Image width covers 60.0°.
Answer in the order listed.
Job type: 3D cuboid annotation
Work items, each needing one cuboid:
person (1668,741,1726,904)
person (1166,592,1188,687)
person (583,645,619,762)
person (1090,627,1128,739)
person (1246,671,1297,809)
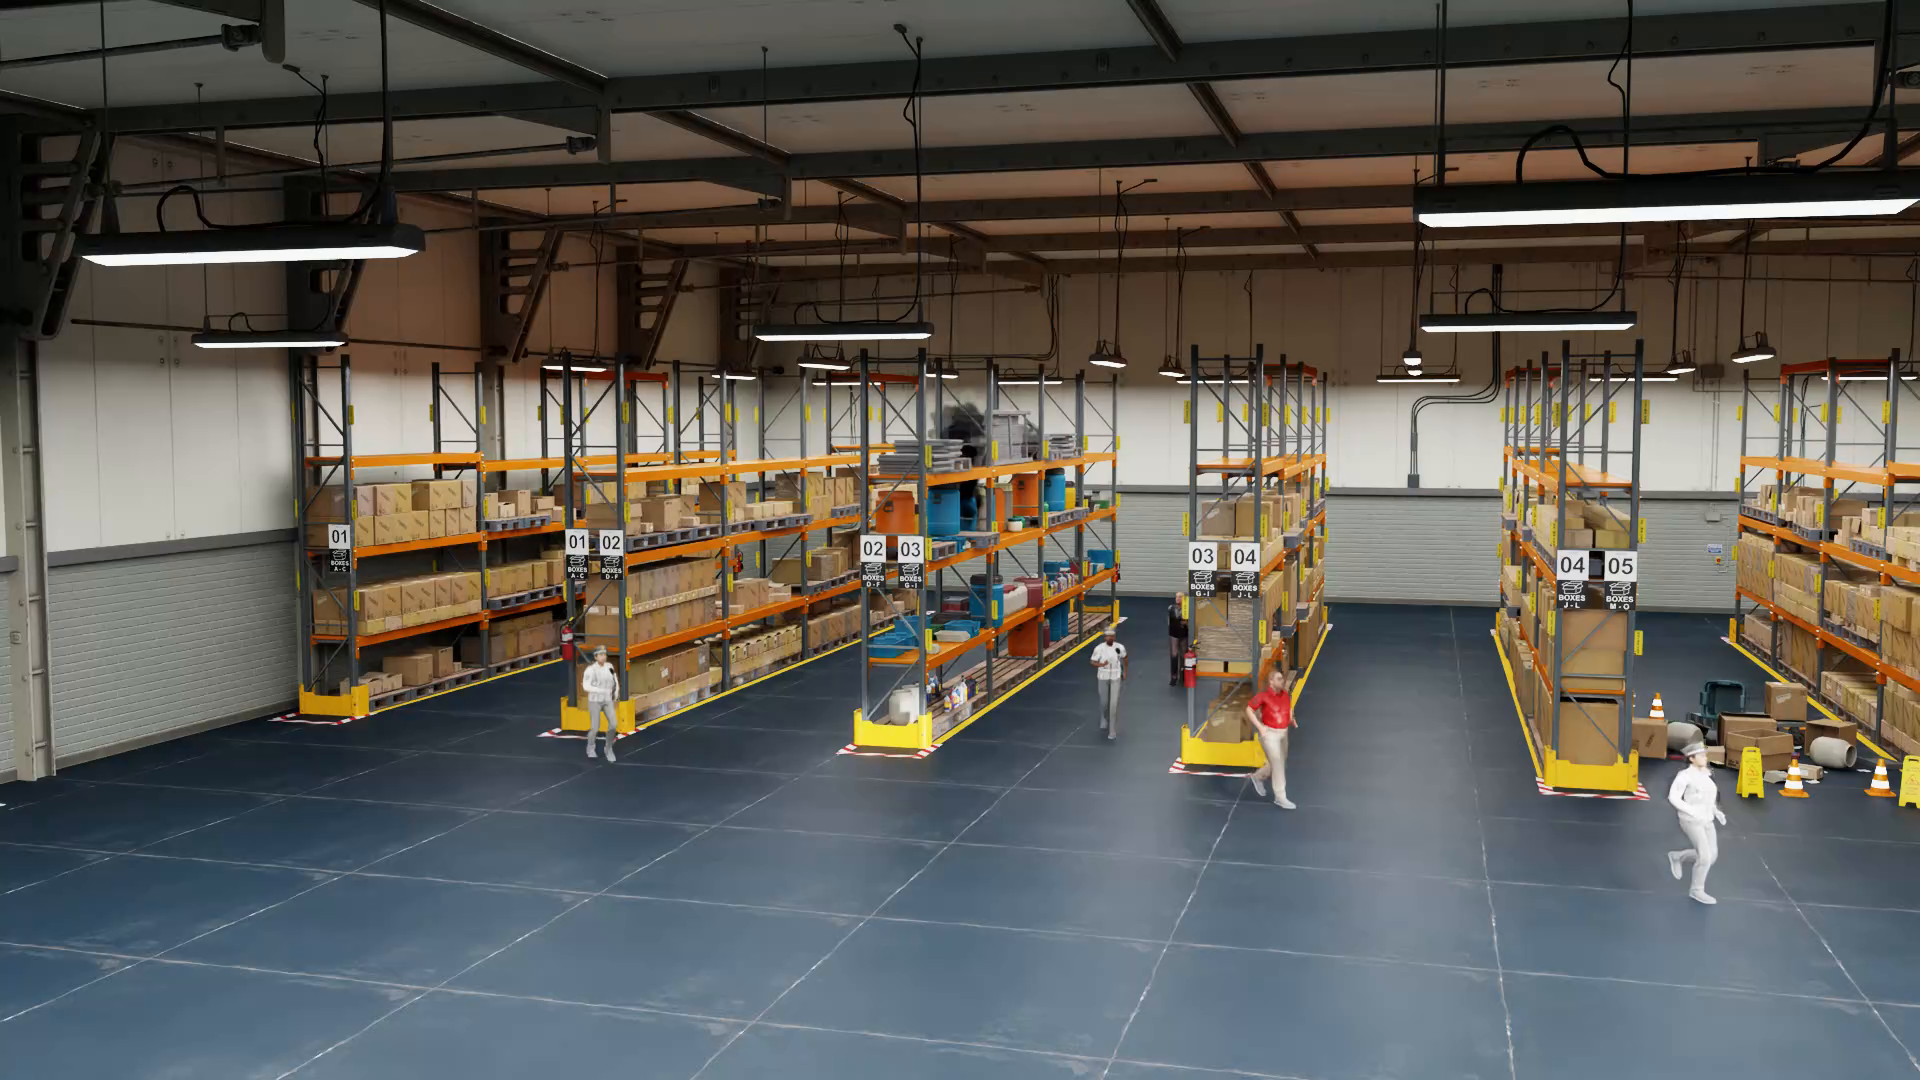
[{"bbox_3d":[7.577,2.896,17.233,0.617,1.663,0.587,-3,5,-33],"label":"person"},{"bbox_3d":[4.098,1.852,30.823,0.625,1.787,0.763,1,4,15],"label":"person"},{"bbox_3d":[-5.169,2.371,24.050,0.630,1.736,0.705,-3,5,-38],"label":"person"},{"bbox_3d":[2.335,2.185,25.998,0.604,1.703,0.900,0,4,3],"label":"person"},{"bbox_3d":[4.022,2.539,21.413,0.686,1.717,0.857,-3,5,-38],"label":"person"}]
